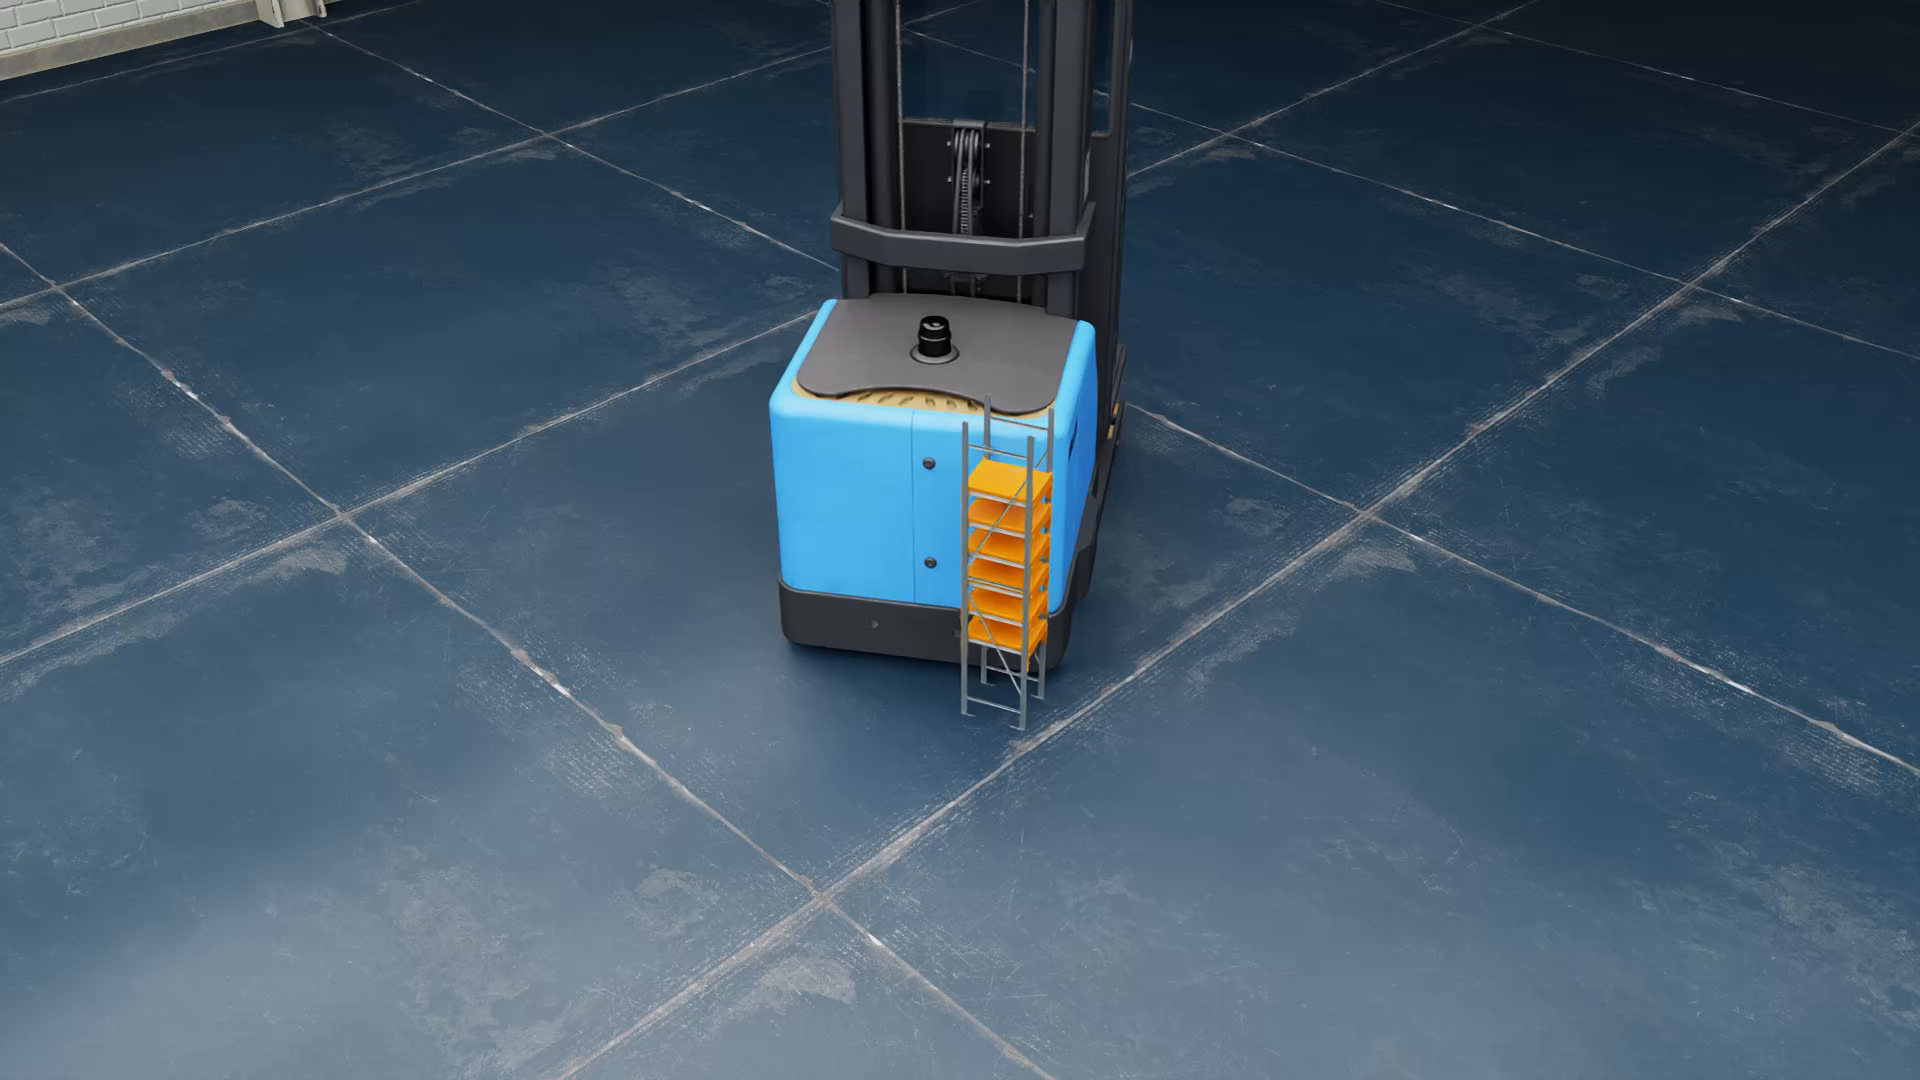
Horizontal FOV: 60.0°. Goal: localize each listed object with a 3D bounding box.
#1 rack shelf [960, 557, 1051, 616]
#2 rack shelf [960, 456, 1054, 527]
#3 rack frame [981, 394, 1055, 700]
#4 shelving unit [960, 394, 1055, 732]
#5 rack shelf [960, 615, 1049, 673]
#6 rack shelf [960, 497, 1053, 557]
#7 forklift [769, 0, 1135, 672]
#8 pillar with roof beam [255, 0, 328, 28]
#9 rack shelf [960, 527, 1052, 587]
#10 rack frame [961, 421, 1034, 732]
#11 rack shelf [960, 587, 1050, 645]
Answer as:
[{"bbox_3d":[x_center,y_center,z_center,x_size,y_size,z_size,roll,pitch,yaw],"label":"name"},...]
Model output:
[{"bbox_3d":[0.152,0.136,5.583,0.258,0.103,0.180,14,37,19],"label":"rack shelf"},{"bbox_3d":[0.152,-0.159,5.377,0.258,0.103,0.180,14,37,19],"label":"rack shelf"},{"bbox_3d":[0.188,0.052,5.627,0.240,1.200,0.006,14,37,19],"label":"rack frame"},{"bbox_3d":[0.152,0.100,5.558,0.258,1.200,0.189,14,37,19],"label":"shelving unit"},{"bbox_3d":[0.152,0.333,5.720,0.258,0.103,0.180,14,37,19],"label":"rack shelf"},{"bbox_3d":[0.152,-0.060,5.446,0.258,0.103,0.180,14,37,19],"label":"rack shelf"},{"bbox_3d":[0.121,-1.567,6.435,1.130,2.935,3.031,6,35,9],"label":"forklift"},{"bbox_3d":[-1.876,-5.821,7.230,9.100,9.000,0.400,30,45,35],"label":"pillar with roof beam"},{"bbox_3d":[0.152,0.038,5.514,0.258,0.103,0.180,14,37,19],"label":"rack shelf"},{"bbox_3d":[0.117,0.148,5.488,0.240,1.200,0.006,14,37,19],"label":"rack frame"},{"bbox_3d":[0.152,0.235,5.652,0.258,0.103,0.180,14,37,19],"label":"rack shelf"}]
